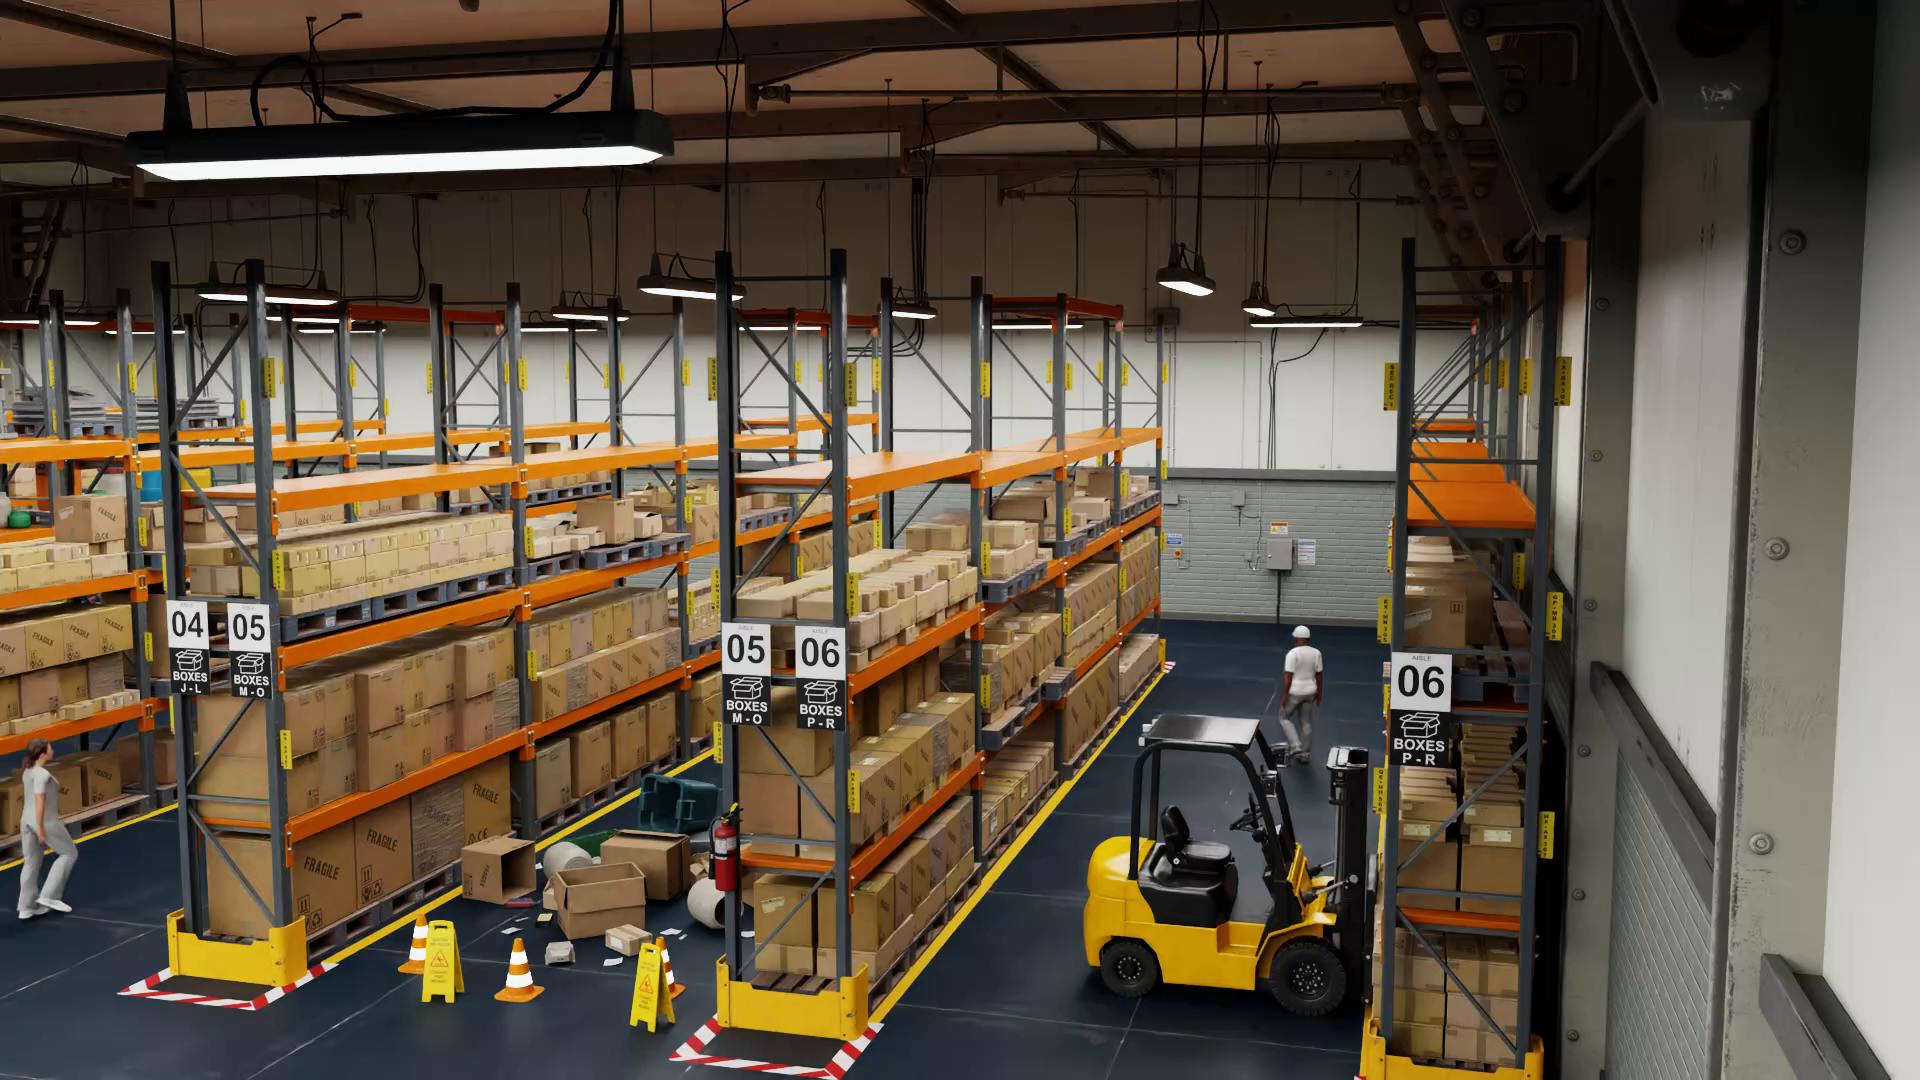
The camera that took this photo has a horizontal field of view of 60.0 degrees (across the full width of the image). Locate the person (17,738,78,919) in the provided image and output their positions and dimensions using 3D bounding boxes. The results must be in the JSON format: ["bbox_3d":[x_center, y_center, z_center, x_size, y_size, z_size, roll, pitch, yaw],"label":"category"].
[{"bbox_3d":[-8.630,2.683,15.586,0.474,1.655,0.514,3,7,26],"label":"person"}]

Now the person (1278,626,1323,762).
[{"bbox_3d":[4.453,2.002,21.649,0.616,1.766,0.467,-2,7,-22],"label":"person"}]
